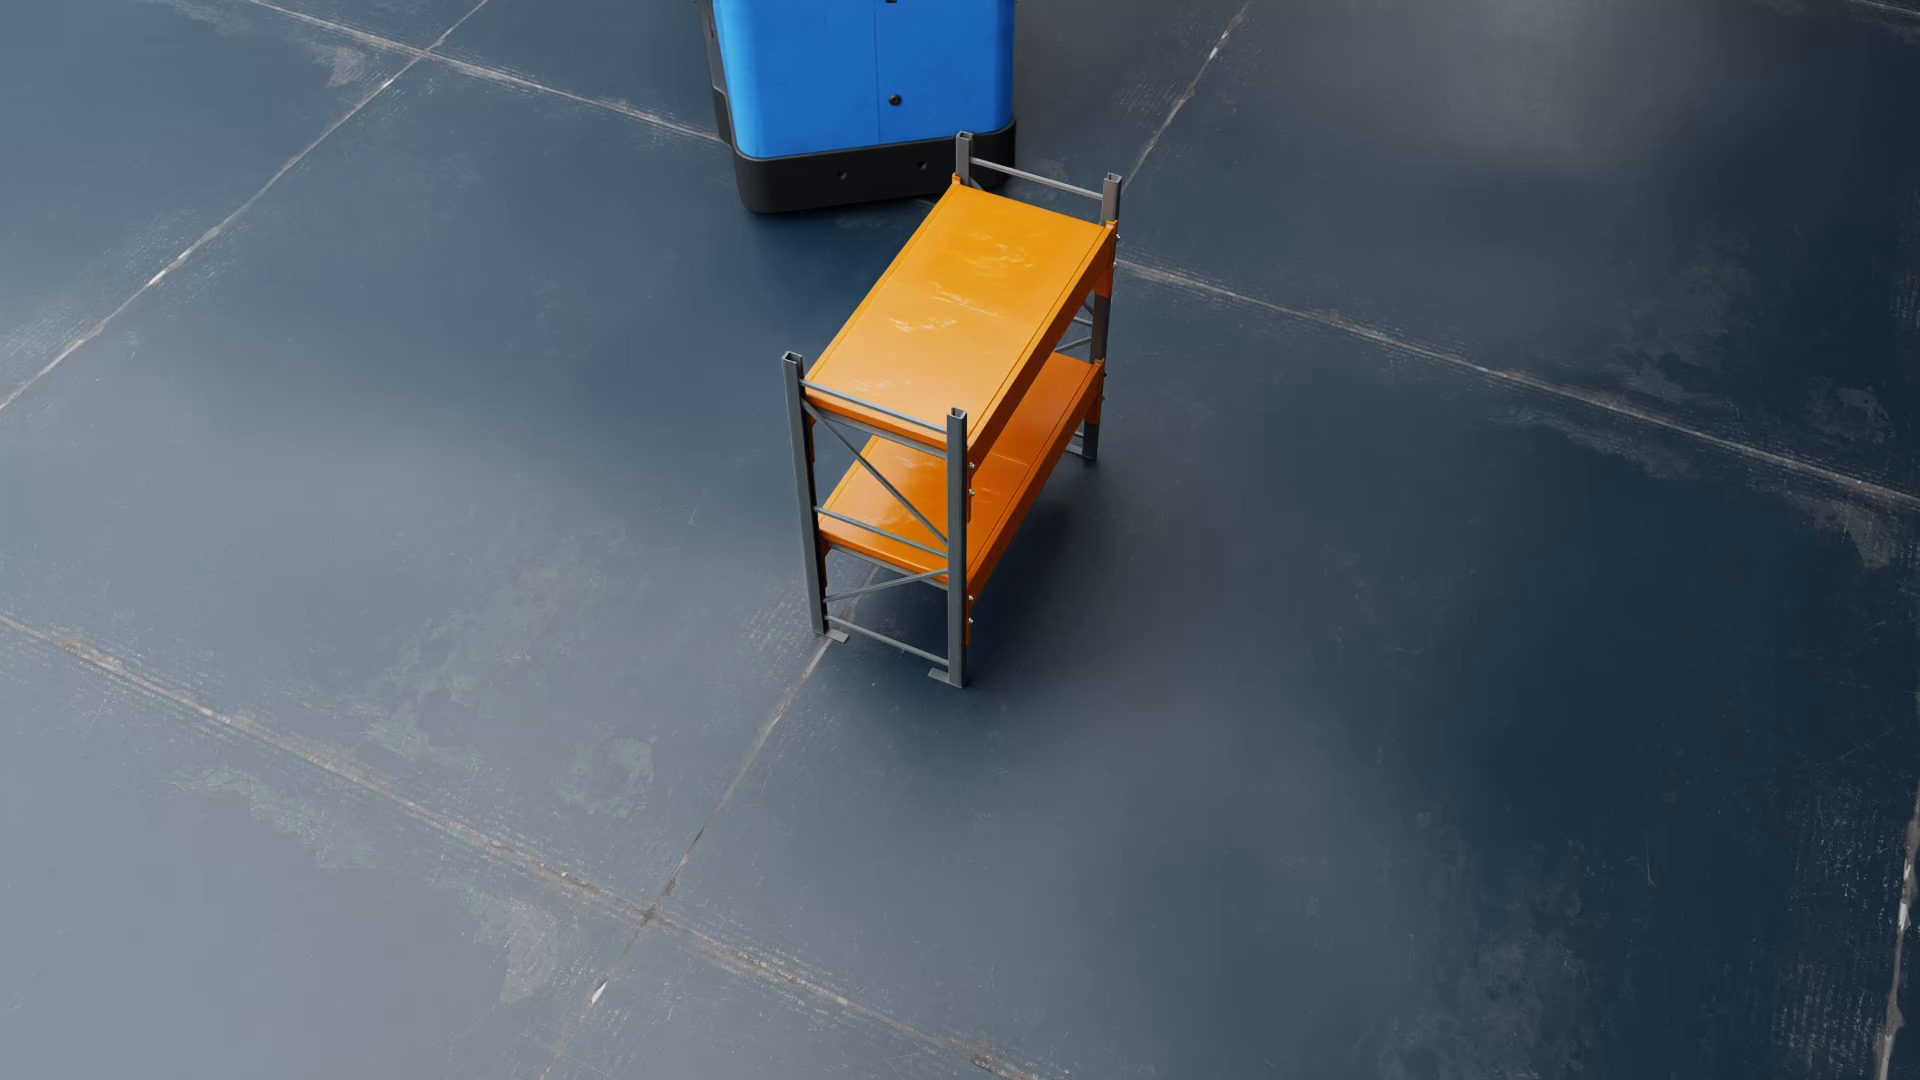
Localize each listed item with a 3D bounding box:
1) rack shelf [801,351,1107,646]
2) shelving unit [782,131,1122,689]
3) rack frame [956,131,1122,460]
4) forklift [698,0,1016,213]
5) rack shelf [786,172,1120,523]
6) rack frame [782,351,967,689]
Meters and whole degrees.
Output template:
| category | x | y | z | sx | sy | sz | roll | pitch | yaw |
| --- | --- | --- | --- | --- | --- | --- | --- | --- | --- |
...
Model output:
| category | x | y | z | sx | sy | sz | roll | pitch | yaw |
| --- | --- | --- | --- | --- | --- | --- | --- | --- | --- |
| rack shelf | 0.003 | -0.211 | 5.012 | 0.538 | 0.278 | 1.000 | 20 | 52 | 16 |
| shelving unit | 0.003 | -0.369 | 4.826 | 0.538 | 1.125 | 1.048 | 20 | 52 | 16 |
| rack frame | 0.220 | -0.719 | 5.123 | 0.500 | 1.125 | 0.032 | 20 | 52 | 16 |
| forklift | -0.579 | -3.312 | 6.144 | 1.130 | 2.935 | 3.031 | -8 | 50 | -7 |
| rack shelf | 0.003 | -0.559 | 4.603 | 0.538 | 0.278 | 1.000 | 20 | 52 | 16 |
| rack frame | -0.214 | -0.019 | 4.528 | 0.500 | 1.125 | 0.032 | 20 | 52 | 16 |
